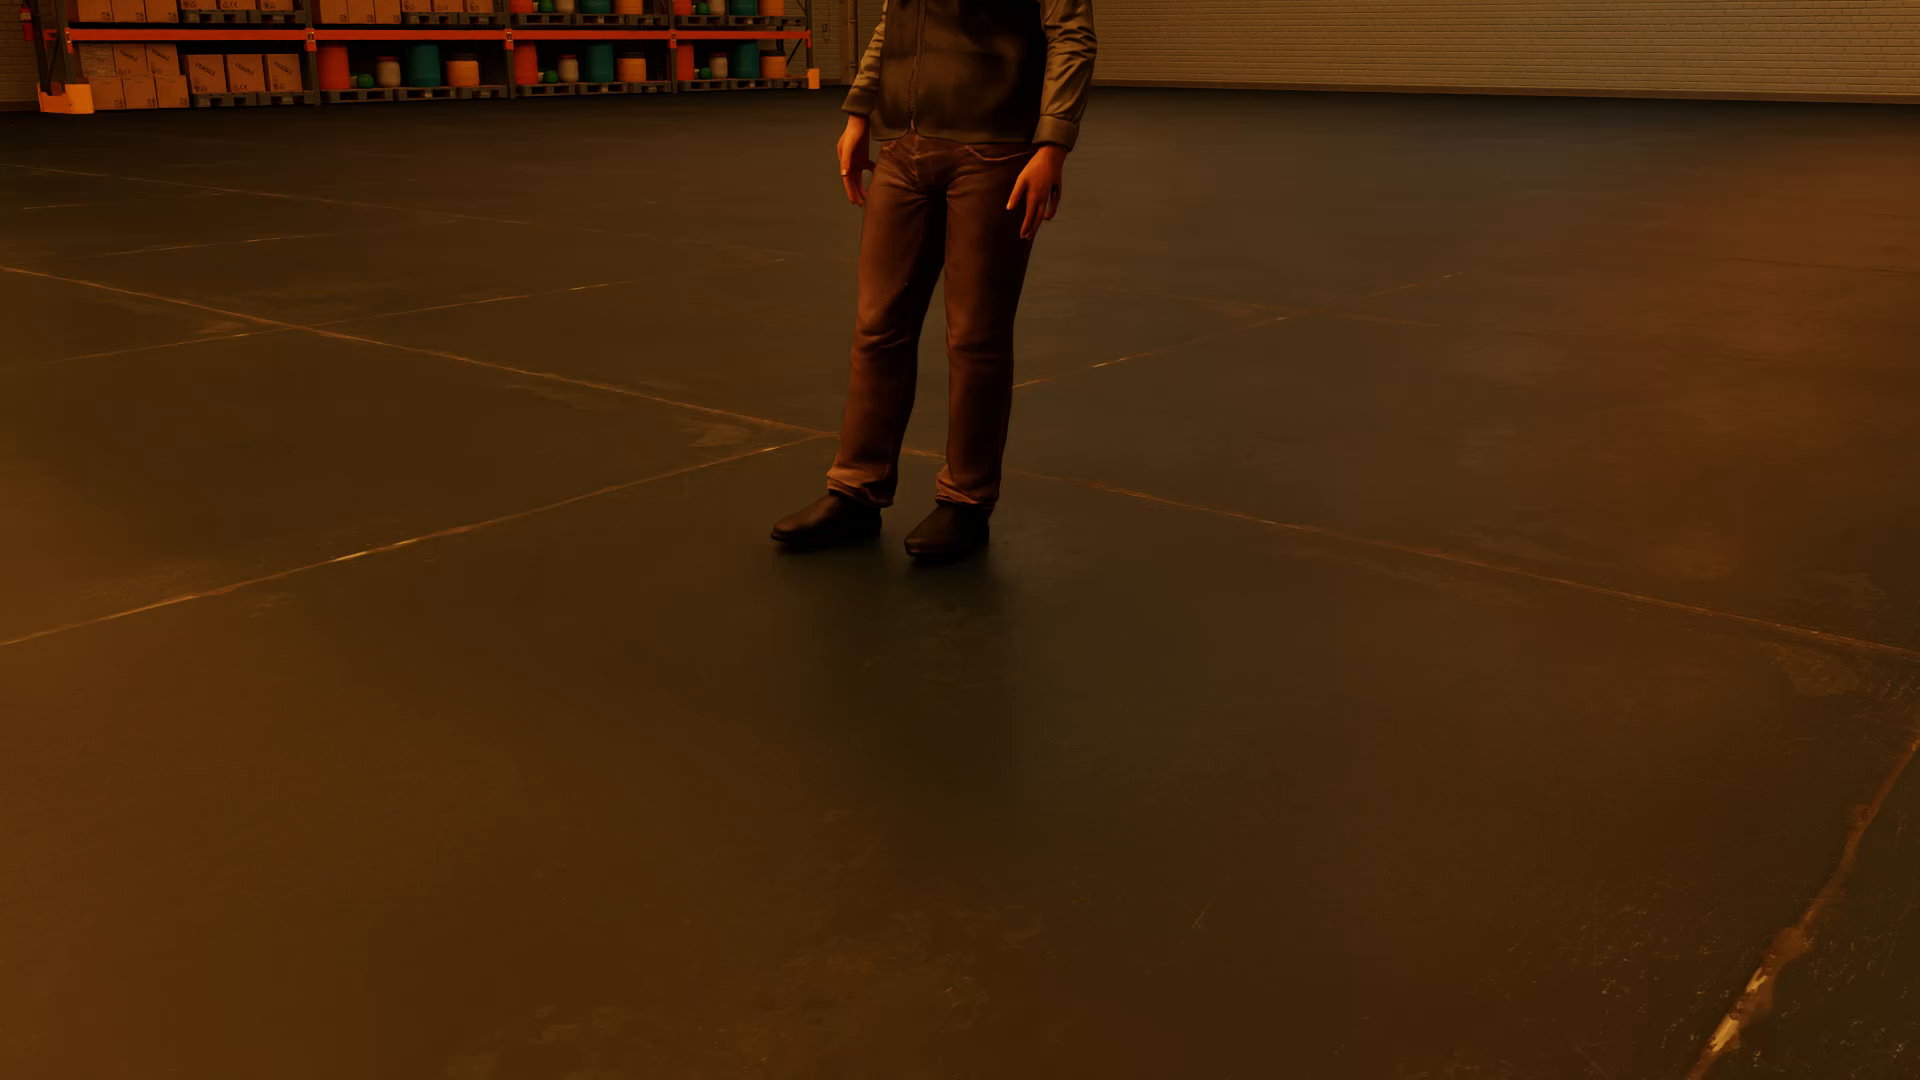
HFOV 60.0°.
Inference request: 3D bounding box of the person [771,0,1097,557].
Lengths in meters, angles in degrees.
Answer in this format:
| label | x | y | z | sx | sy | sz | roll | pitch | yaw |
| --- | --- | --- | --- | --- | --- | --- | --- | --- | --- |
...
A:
| label | x | y | z | sx | sy | sz | roll | pitch | yaw |
| --- | --- | --- | --- | --- | --- | --- | --- | --- | --- |
| person | -0.046 | -0.818 | 3.648 | 0.634 | 1.722 | 0.566 | 13 | 21 | 37 |
